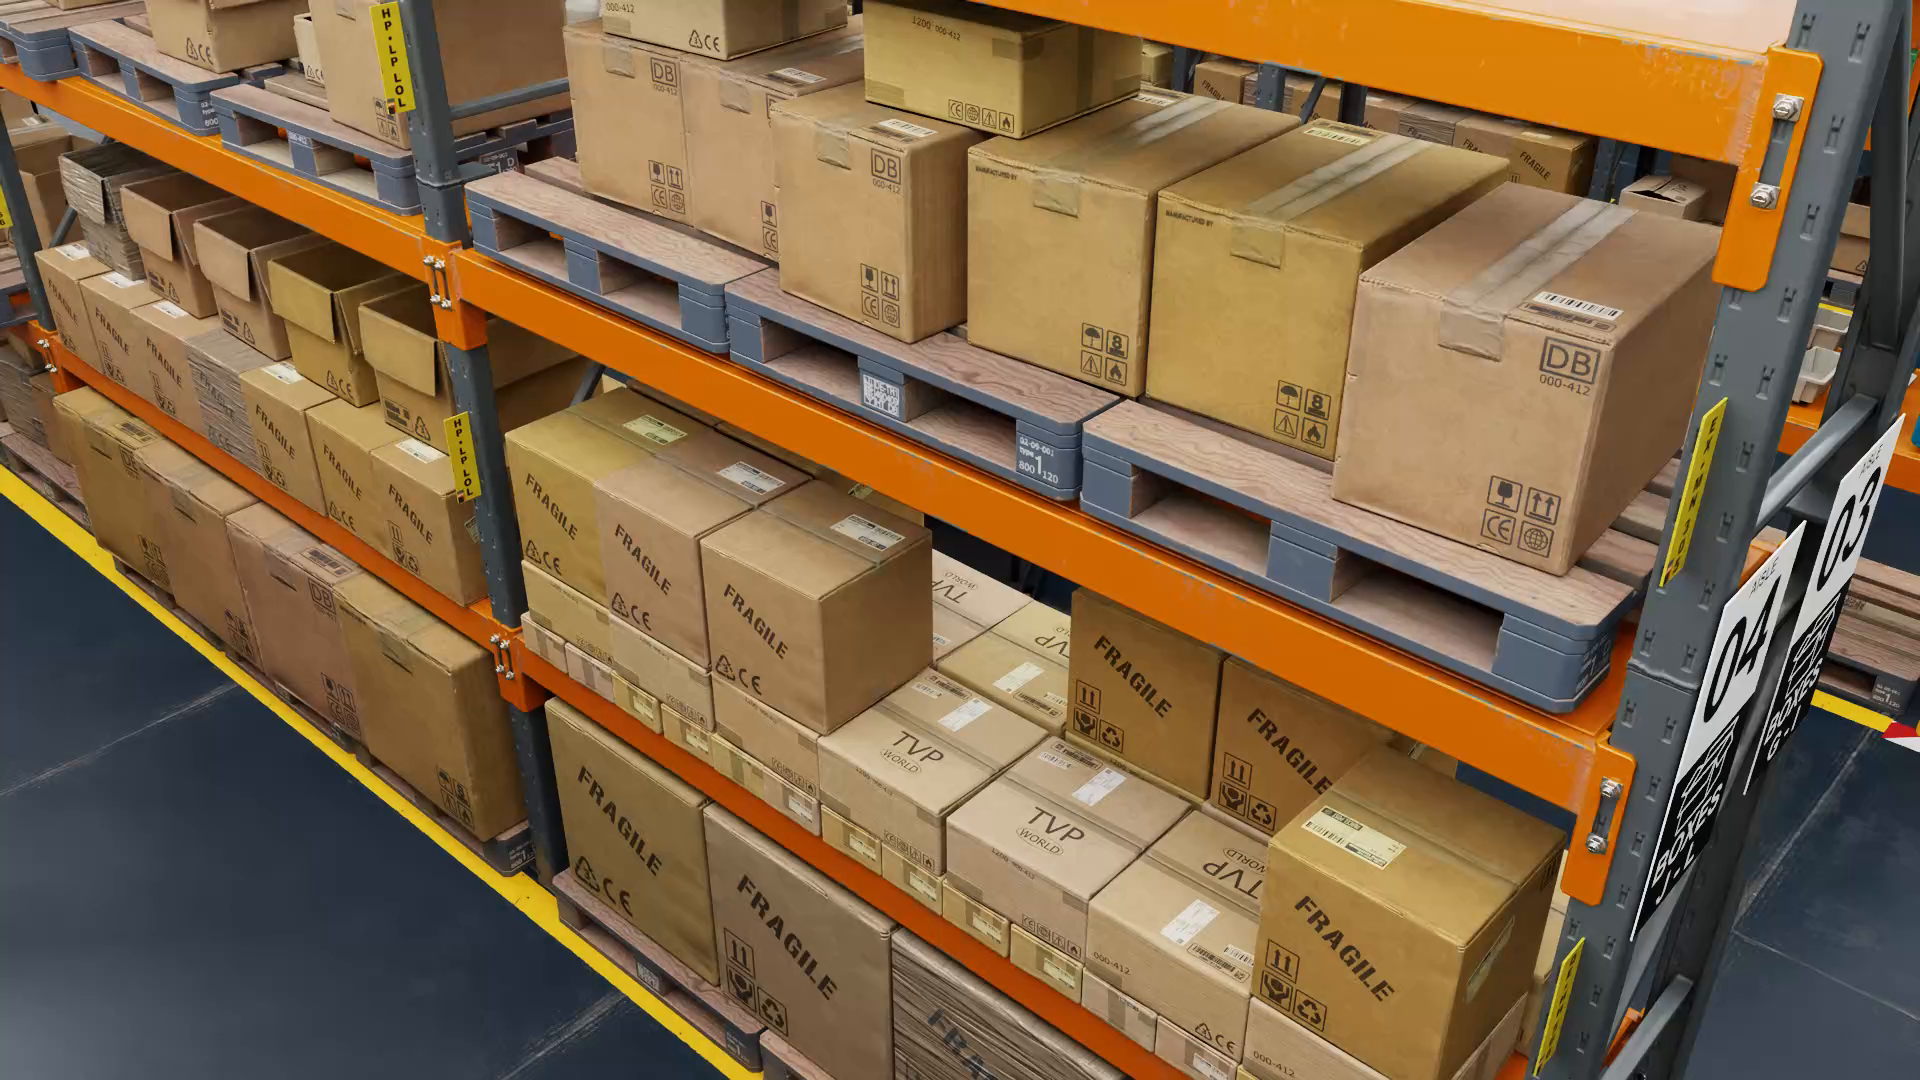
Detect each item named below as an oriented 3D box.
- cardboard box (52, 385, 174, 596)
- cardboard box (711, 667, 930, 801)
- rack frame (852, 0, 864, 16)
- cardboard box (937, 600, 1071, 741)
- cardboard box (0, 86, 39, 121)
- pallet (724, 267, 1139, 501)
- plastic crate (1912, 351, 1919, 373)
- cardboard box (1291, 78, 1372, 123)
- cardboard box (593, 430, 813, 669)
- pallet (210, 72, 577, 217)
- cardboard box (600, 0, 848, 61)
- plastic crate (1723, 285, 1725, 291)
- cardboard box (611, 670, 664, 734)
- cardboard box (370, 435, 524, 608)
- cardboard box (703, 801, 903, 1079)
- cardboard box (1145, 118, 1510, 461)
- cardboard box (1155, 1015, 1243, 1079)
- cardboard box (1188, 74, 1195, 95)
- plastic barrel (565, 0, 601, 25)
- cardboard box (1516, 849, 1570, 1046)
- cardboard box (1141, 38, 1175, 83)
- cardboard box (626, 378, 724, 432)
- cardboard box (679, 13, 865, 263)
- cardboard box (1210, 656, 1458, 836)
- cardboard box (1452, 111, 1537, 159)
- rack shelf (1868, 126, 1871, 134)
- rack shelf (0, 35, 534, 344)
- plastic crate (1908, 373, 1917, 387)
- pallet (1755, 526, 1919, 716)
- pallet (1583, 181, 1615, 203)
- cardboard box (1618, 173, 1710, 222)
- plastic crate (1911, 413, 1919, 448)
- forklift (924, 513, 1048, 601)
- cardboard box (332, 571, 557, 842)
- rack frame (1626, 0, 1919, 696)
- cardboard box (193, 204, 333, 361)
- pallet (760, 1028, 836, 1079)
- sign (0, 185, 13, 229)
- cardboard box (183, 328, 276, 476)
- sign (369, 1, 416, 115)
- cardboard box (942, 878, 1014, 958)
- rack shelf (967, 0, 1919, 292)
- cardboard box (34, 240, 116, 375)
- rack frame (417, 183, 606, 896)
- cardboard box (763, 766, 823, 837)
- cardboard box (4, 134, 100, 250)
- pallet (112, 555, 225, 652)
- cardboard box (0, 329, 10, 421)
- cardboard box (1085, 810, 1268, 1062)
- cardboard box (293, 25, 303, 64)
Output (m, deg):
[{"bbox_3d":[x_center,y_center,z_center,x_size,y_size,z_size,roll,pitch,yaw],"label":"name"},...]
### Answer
[{"bbox_3d":[-3.833,-0.441,8.727,0.875,0.875,1.225,23,38,33],"label":"cardboard box"},{"bbox_3d":[-0.439,0.517,5.340,0.500,0.250,0.500,26,40,36],"label":"cardboard box"},{"bbox_3d":[-1.007,-3.312,11.843,0.127,3.000,1.000,25,39,35],"label":"rack frame"},{"bbox_3d":[0.276,0.487,5.390,0.500,0.250,0.500,24,39,34],"label":"cardboard box"},{"bbox_3d":[-5.949,-2.462,9.924,0.797,0.503,0.637,-25,39,-35],"label":"cardboard box"},{"bbox_3d":[0.135,-0.571,4.468,1.213,0.211,1.003,25,39,35],"label":"pallet"},{"bbox_3d":[4.474,-0.936,8.001,0.300,0.233,0.416,25,39,35],"label":"plastic crate"},{"bbox_3d":[3.226,-3.701,14.487,0.500,0.500,0.500,24,39,34],"label":"cardboard box"},{"bbox_3d":[-0.821,0.019,5.440,0.500,0.500,0.500,25,39,35],"label":"cardboard box"},{"bbox_3d":[-2.078,-1.535,6.169,1.217,0.209,0.805,23,38,33],"label":"pallet"},{"bbox_3d":[-0.672,-1.578,4.726,0.500,0.250,0.500,22,38,32],"label":"cardboard box"},{"bbox_3d":[3.764,-1.268,8.552,0.300,0.233,0.416,25,39,35],"label":"plastic crate"},{"bbox_3d":[-0.978,0.485,5.779,0.250,0.149,0.380,27,40,37],"label":"cardboard box"},{"bbox_3d":[-1.895,-0.134,6.467,0.500,0.500,0.500,25,39,35],"label":"cardboard box"},{"bbox_3d":[-0.262,1.267,5.890,0.875,0.875,0.875,25,39,35],"label":"cardboard box"},{"bbox_3d":[0.843,-0.600,3.829,0.500,0.500,0.700,23,38,33],"label":"cardboard box"},{"bbox_3d":[0.736,1.284,4.452,0.250,0.149,0.380,25,39,35],"label":"cardboard box"},{"bbox_3d":[2.128,-4.500,16.076,0.500,0.250,0.500,25,39,35],"label":"cardboard box"},{"bbox_3d":[-2.867,-4.086,12.997,0.433,0.535,0.433,0,31,0],"label":"plastic barrel"},{"bbox_3d":[1.426,1.018,4.507,0.500,0.250,0.500,24,38,34],"label":"cardboard box"},{"bbox_3d":[1.766,-4.534,15.588,0.500,0.311,0.500,26,40,36],"label":"cardboard box"},{"bbox_3d":[-0.845,-0.361,6.072,0.500,0.500,0.500,26,40,36],"label":"cardboard box"},{"bbox_3d":[-0.349,-1.149,4.740,0.700,0.500,0.500,-27,40,-37],"label":"cardboard box"},{"bbox_3d":[1.055,0.524,4.601,0.500,0.500,0.500,24,38,34],"label":"cardboard box"},{"bbox_3d":[4.366,-3.174,13.610,0.500,0.500,0.500,25,39,35],"label":"cardboard box"},{"bbox_3d":[3.442,-2.212,7.806,4.000,0.370,1.077,25,39,35],"label":"rack shelf"},{"bbox_3d":[-2.848,-1.703,6.959,4.000,0.370,1.077,25,39,35],"label":"rack shelf"},{"bbox_3d":[4.198,-0.669,7.650,0.243,0.136,0.396,25,39,35],"label":"plastic crate"},{"bbox_3d":[4.339,0.351,8.462,1.213,0.211,1.003,25,39,35],"label":"pallet"},{"bbox_3d":[4.657,-2.893,13.851,1.213,0.211,1.003,25,39,35],"label":"pallet"},{"bbox_3d":[5.451,-2.629,12.889,0.500,0.311,0.500,25,39,35],"label":"cardboard box"},{"bbox_3d":[4.551,-0.629,7.293,0.499,0.435,0.616,25,39,35],"label":"plastic crate"},{"bbox_3d":[-0.145,-0.943,7.974,1.130,2.935,3.031,7,32,11],"label":"forklift"},{"bbox_3d":[-1.853,0.483,7.192,0.875,0.875,1.225,25,39,35],"label":"cardboard box"},{"bbox_3d":[1.601,-1.219,2.551,0.127,3.000,1.000,25,39,35],"label":"rack frame"},{"bbox_3d":[-2.816,-1.175,7.224,0.637,0.503,0.797,26,40,37],"label":"cardboard box"},{"bbox_3d":[0.055,1.876,5.929,1.213,0.211,1.003,25,39,35],"label":"pallet"},{"bbox_3d":[-4.688,-1.669,8.069,0.005,0.325,0.100,25,39,35],"label":"sign"},{"bbox_3d":[-3.017,-0.661,7.343,0.500,0.500,0.500,25,39,35],"label":"cardboard box"},{"bbox_3d":[-1.722,-1.464,5.059,0.005,0.325,0.100,25,39,35],"label":"sign"},{"bbox_3d":[0.165,1.019,4.893,0.250,0.149,0.380,25,39,35],"label":"cardboard box"},{"bbox_3d":[0.118,-1.432,3.989,4.000,0.370,1.077,25,39,35],"label":"rack shelf"},{"bbox_3d":[-4.153,-1.189,8.219,0.500,0.500,0.500,26,40,36],"label":"cardboard box"},{"bbox_3d":[-1.365,-0.034,6.398,0.127,3.000,1.000,25,39,35],"label":"rack frame"},{"bbox_3d":[-0.407,0.752,5.336,0.250,0.149,0.380,26,39,36],"label":"cardboard box"},{"bbox_3d":[-4.758,-1.812,8.848,0.500,0.500,0.500,20,36,29],"label":"cardboard box"},{"bbox_3d":[-3.797,0.078,8.915,1.213,0.211,1.003,25,39,35],"label":"pallet"},{"bbox_3d":[-5.686,-1.140,10.233,0.700,0.500,0.500,-26,39,-36],"label":"cardboard box"},{"bbox_3d":[0.688,1.045,4.462,0.500,0.250,0.500,24,39,34],"label":"cardboard box"},{"bbox_3d":[-2.368,-1.964,6.532,0.250,0.149,0.380,23,38,33],"label":"cardboard box"}]
